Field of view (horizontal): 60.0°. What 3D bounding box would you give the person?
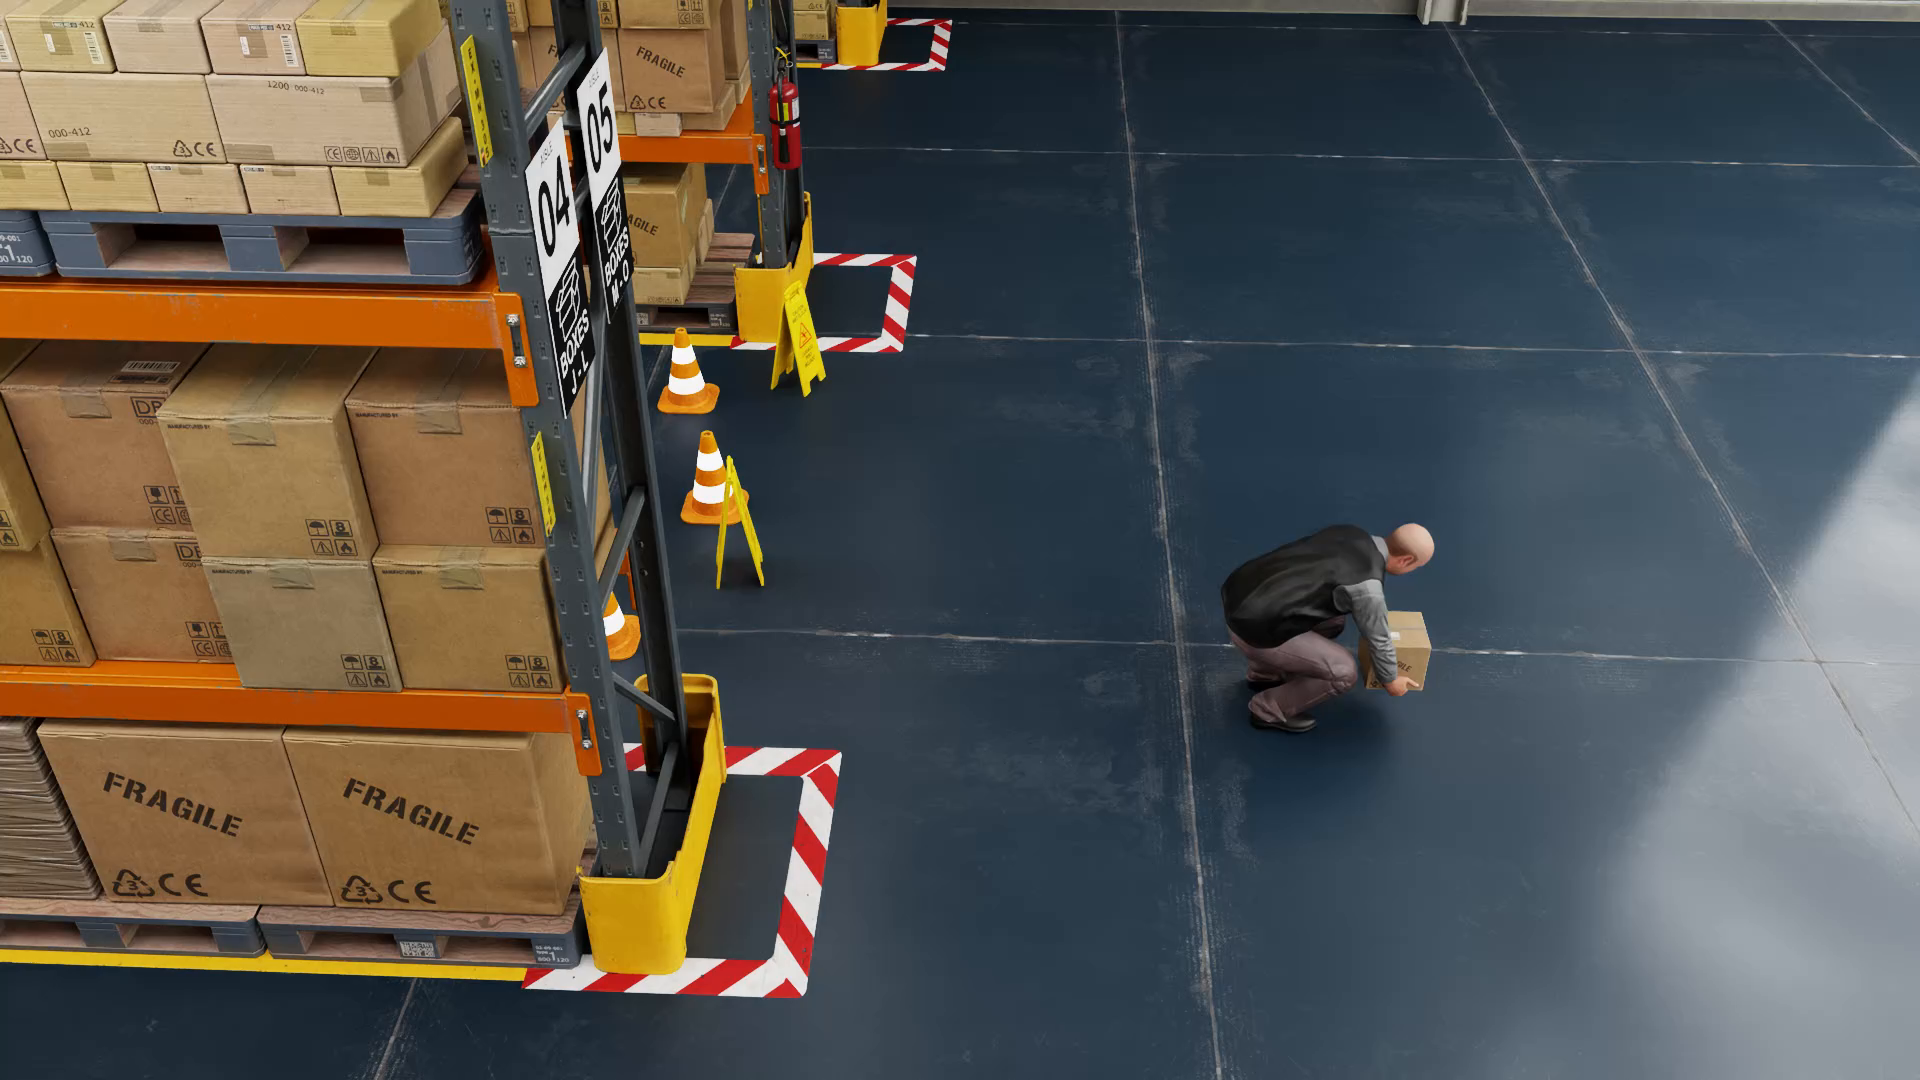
[{"bbox_3d":[1.584,0.360,7.299,0.884,0.960,0.511,0,35,1],"label":"person"}]
